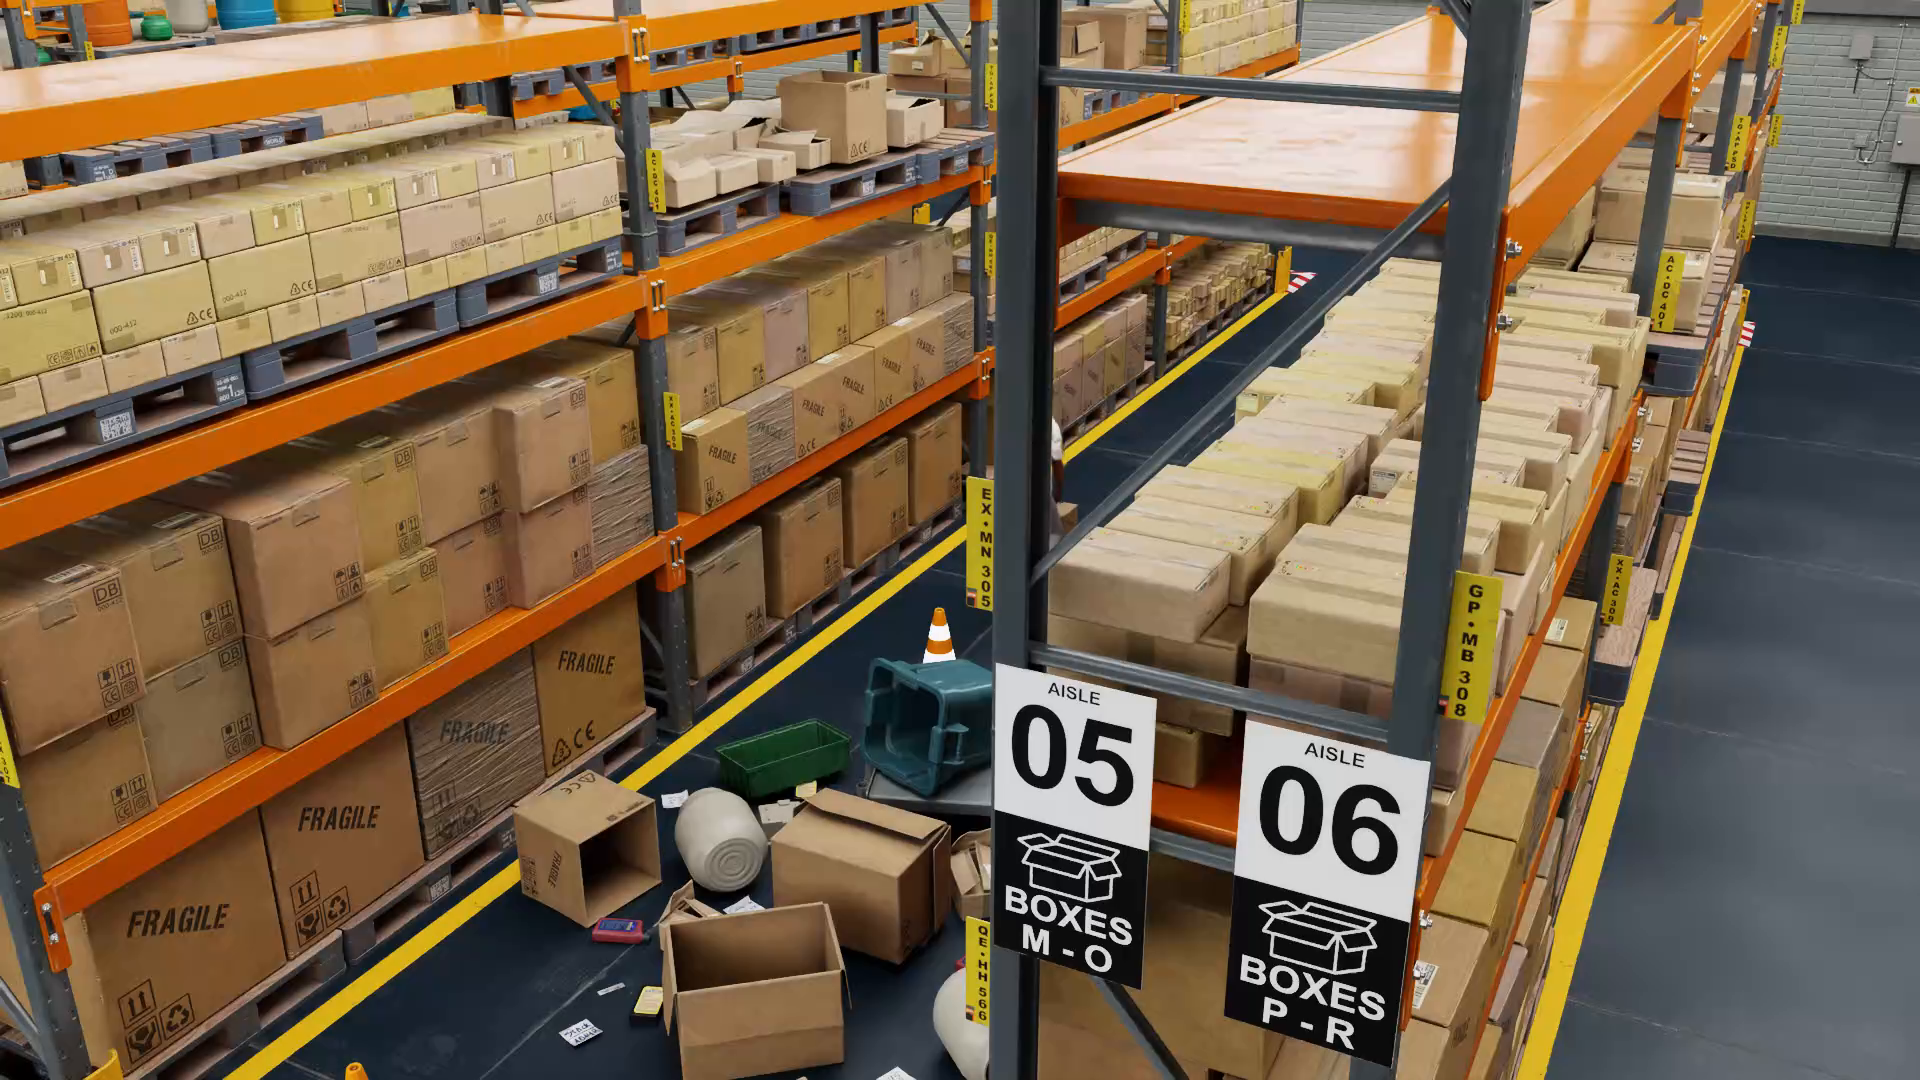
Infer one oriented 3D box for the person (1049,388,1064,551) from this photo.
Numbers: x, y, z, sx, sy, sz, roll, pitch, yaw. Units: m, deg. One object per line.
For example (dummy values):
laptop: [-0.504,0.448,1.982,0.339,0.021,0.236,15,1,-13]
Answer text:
person: [0.481,-0.351,11.671,0.490,1.487,0.628,11,25,25]
